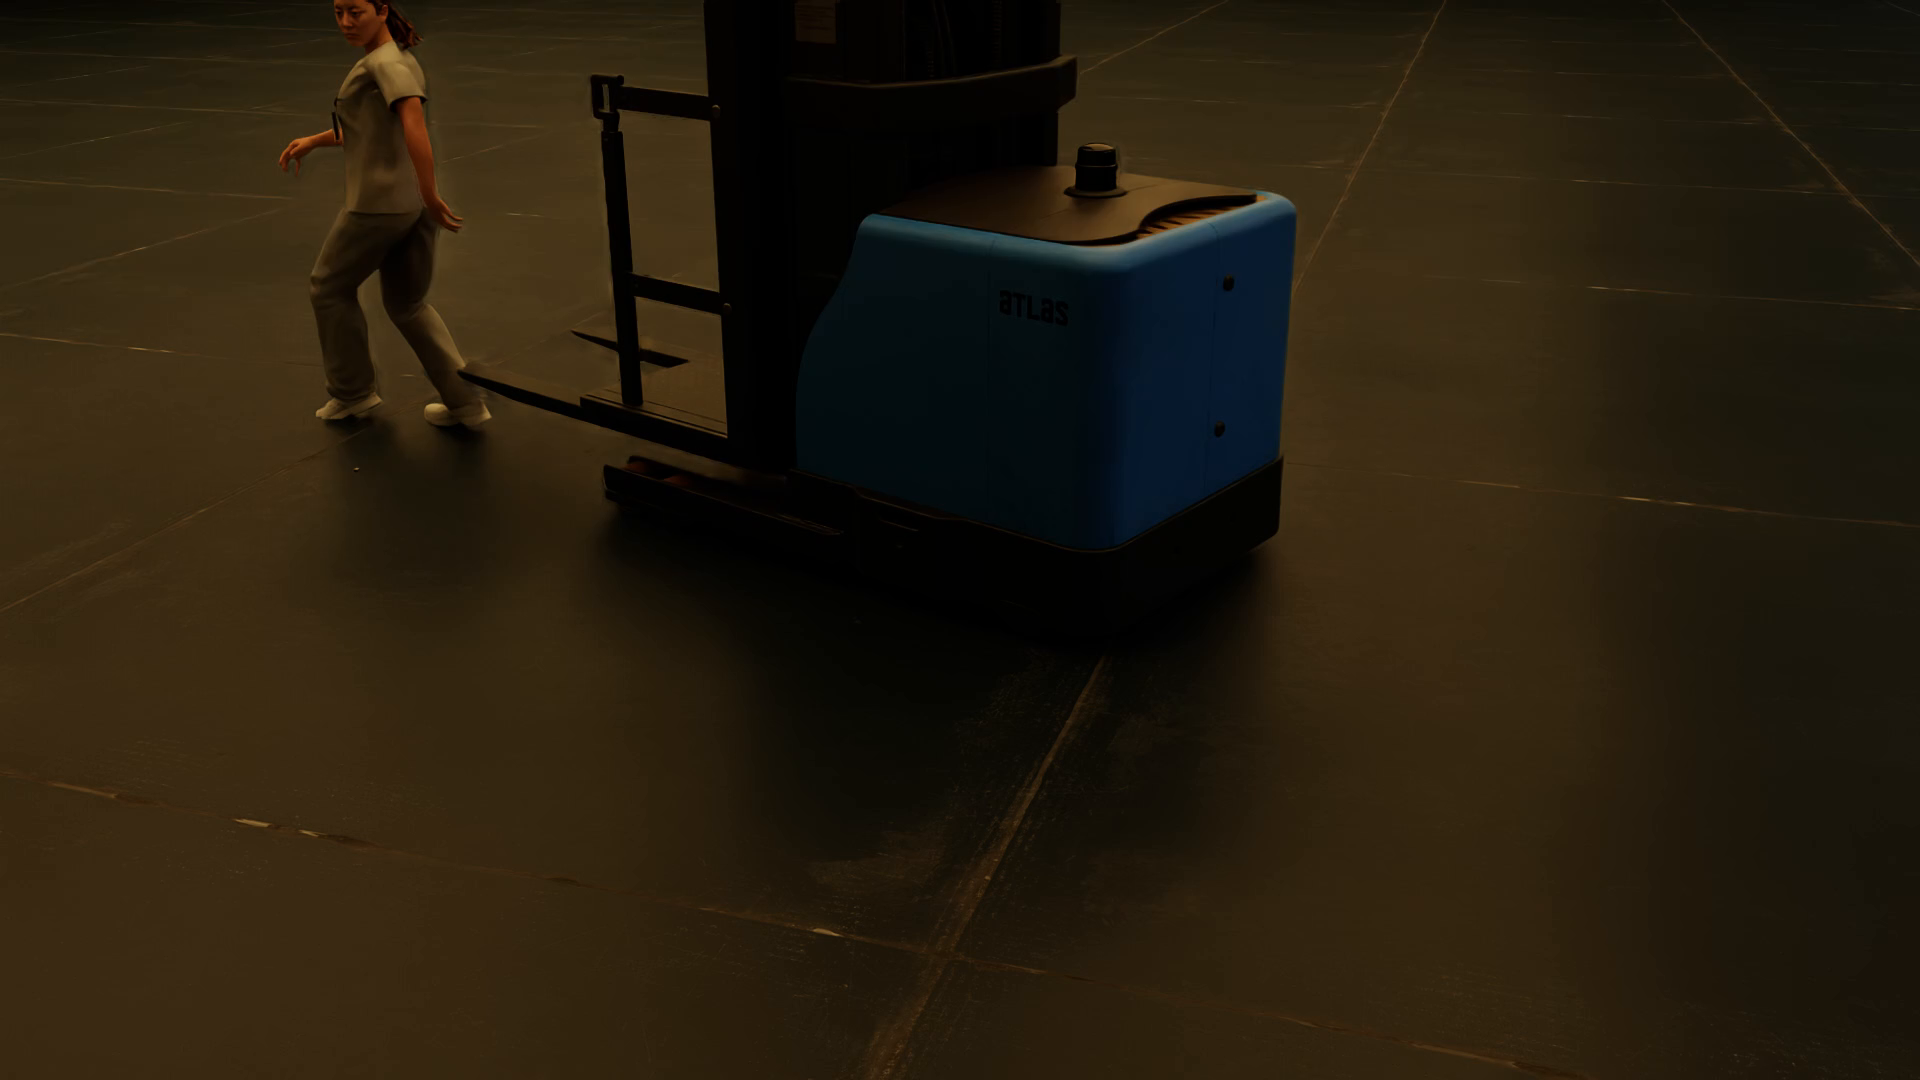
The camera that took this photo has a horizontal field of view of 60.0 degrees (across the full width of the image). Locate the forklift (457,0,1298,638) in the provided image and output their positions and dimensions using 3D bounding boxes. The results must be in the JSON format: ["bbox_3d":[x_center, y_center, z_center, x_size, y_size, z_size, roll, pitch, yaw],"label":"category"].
[{"bbox_3d":[-0.510,-1.534,4.994,3.031,2.935,1.130,17,28,35],"label":"forklift"}]

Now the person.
[{"bbox_3d":[-2.037,-1.157,5.865,0.848,1.643,0.482,6,23,15],"label":"person"}]
